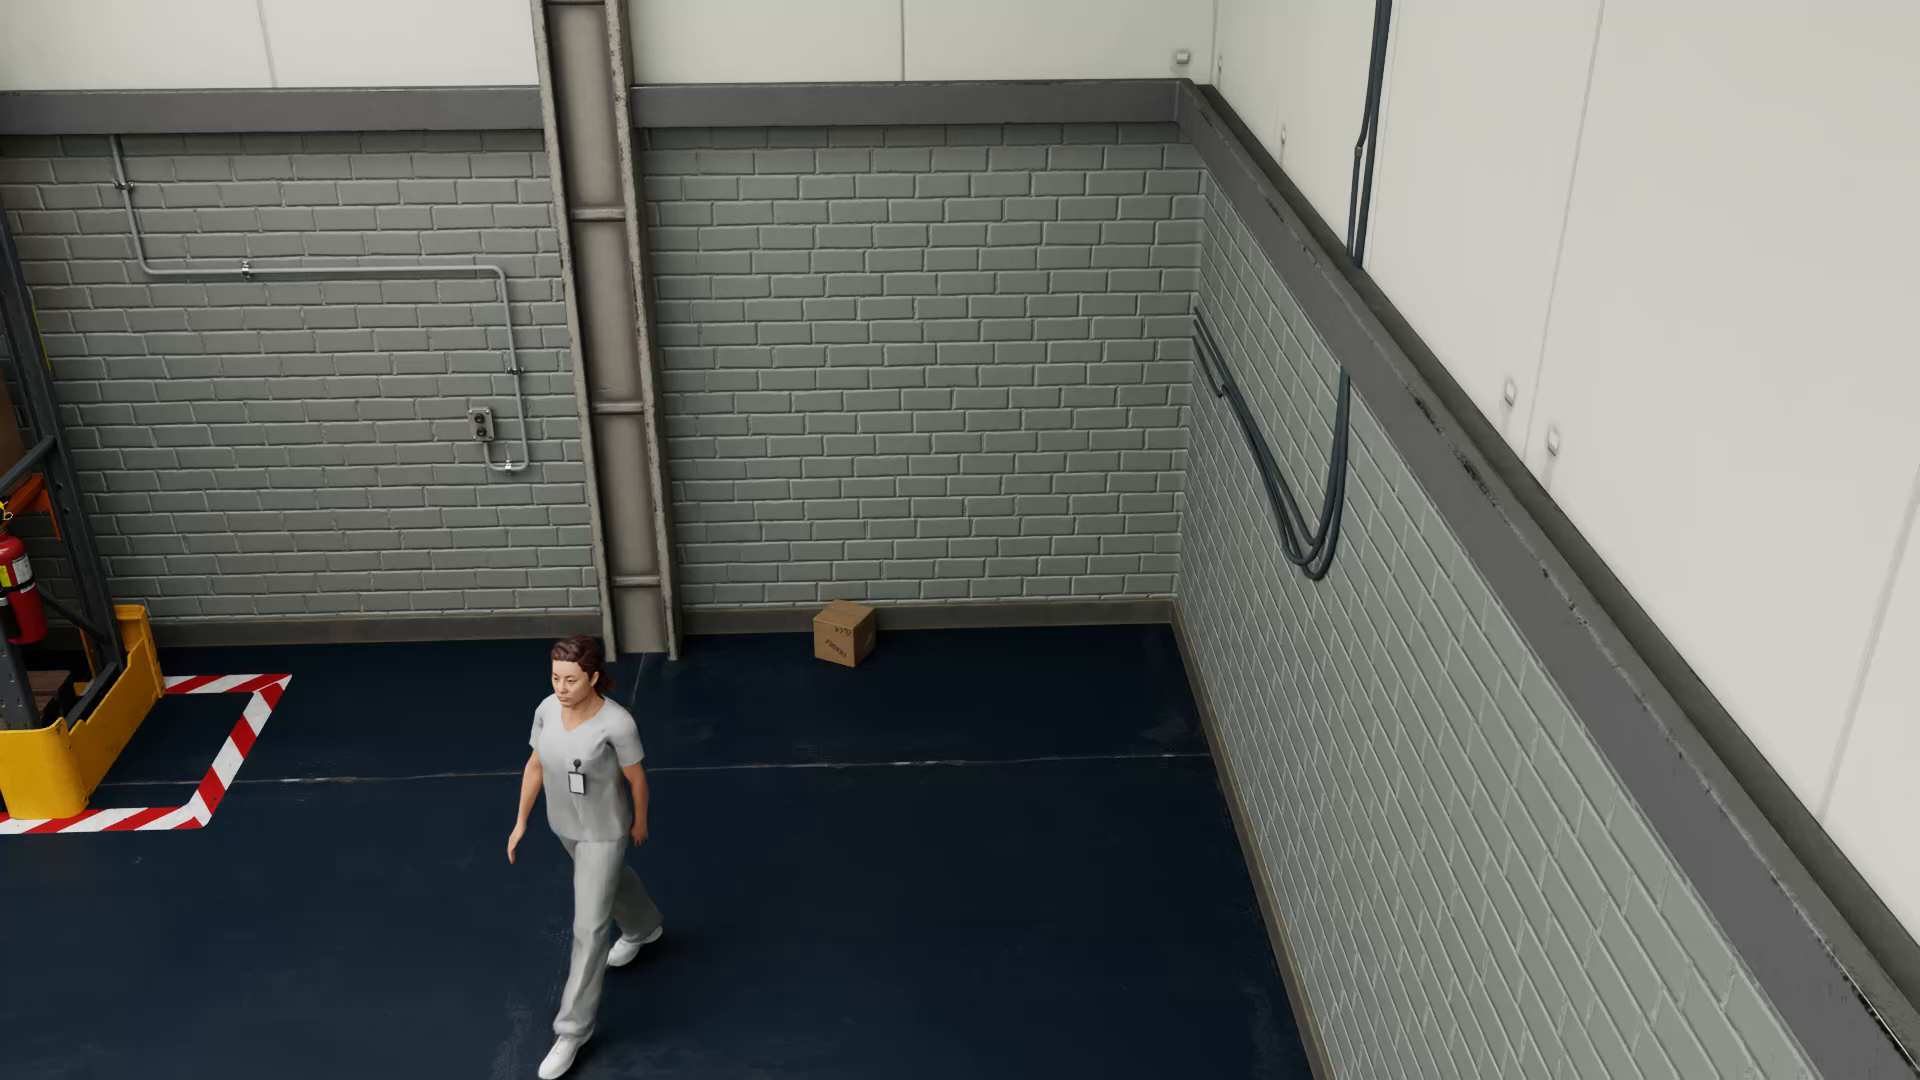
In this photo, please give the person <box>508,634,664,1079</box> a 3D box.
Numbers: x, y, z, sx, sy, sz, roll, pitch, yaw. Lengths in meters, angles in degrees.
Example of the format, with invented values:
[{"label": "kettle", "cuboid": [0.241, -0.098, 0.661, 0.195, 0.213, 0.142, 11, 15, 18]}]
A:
[{"label": "person", "cuboid": [-1.502, 1.146, 6.411, 0.455, 1.625, 0.925, 14, 31, 25]}]
